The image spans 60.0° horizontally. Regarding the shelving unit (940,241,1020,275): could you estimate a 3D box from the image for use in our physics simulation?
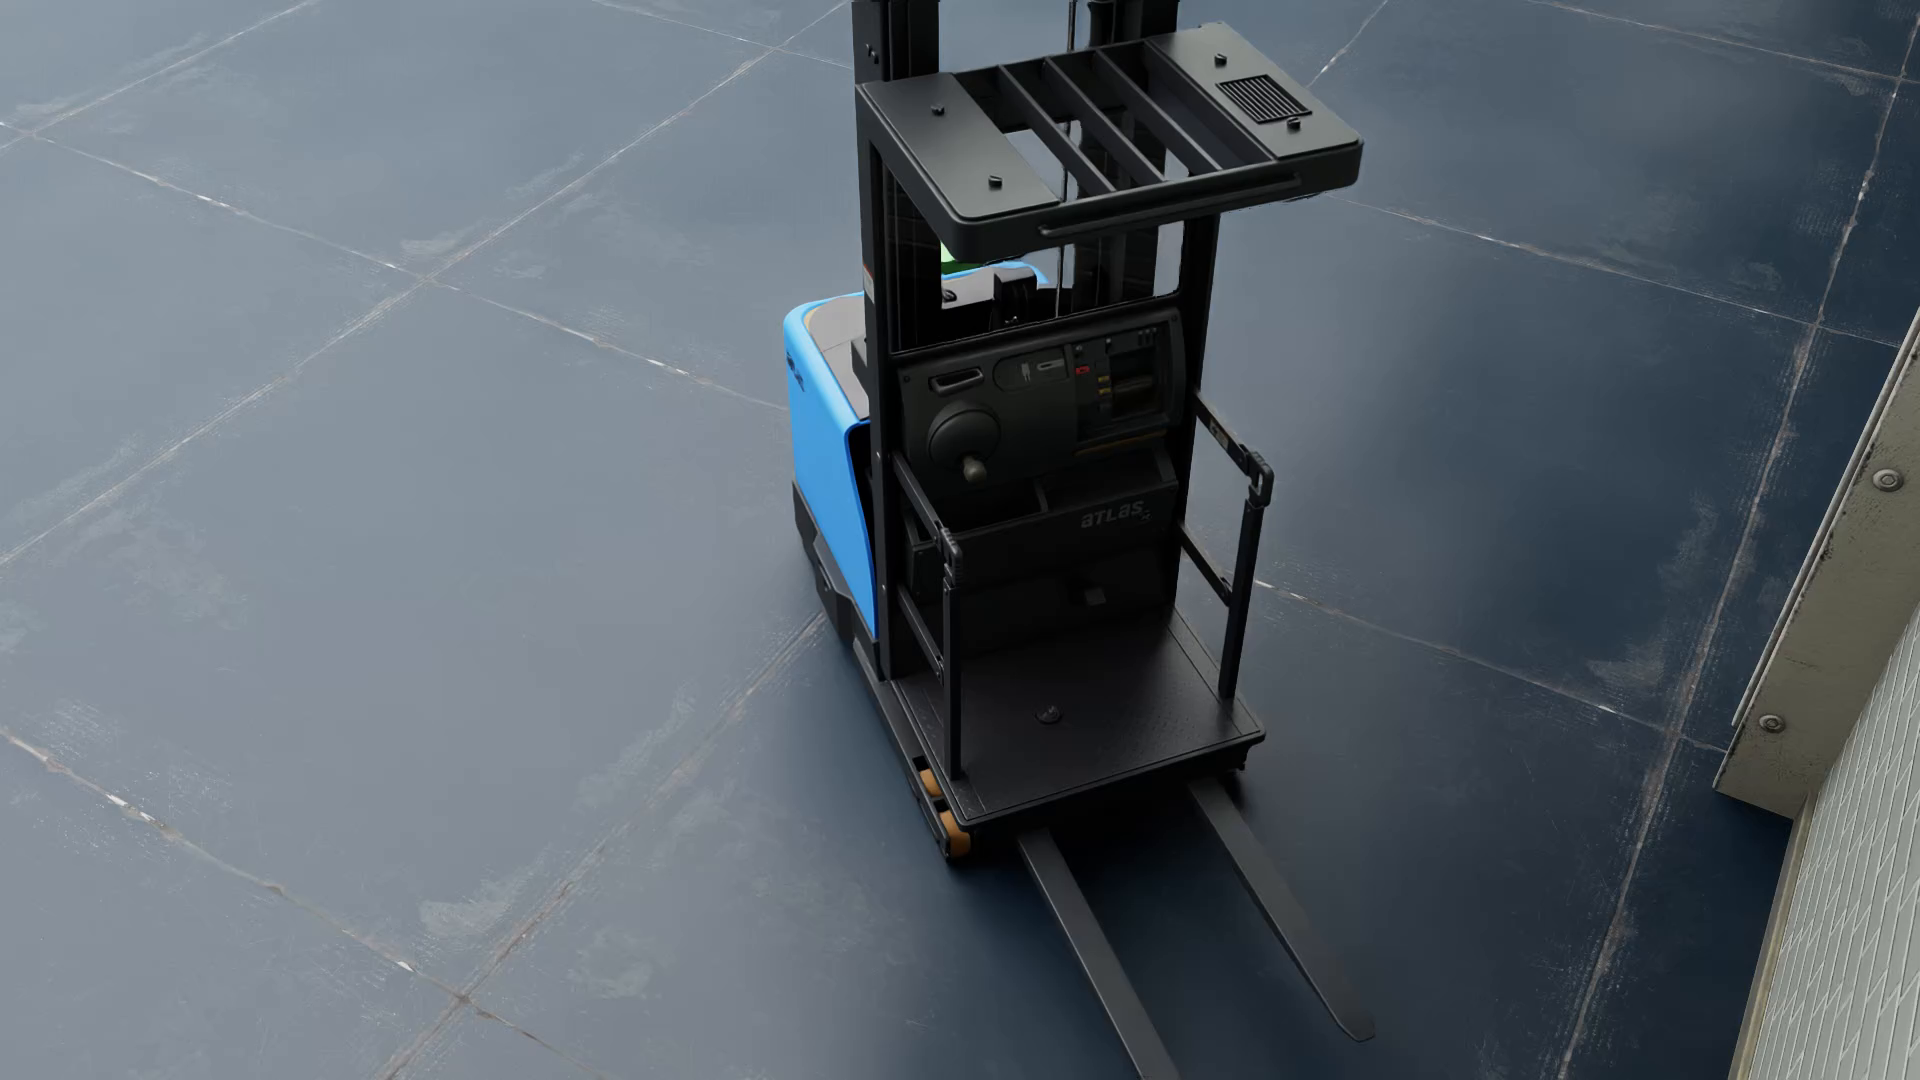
[{"bbox_3d":[-0.044,-0.788,6.737,0.503,1.200,0.258,-14,43,-16],"label":"shelving unit"}]

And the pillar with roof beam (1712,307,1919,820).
[{"bbox_3d":[-0.885,-4.000,4.483,9.100,9.000,0.400,21,45,22],"label":"pillar with roof beam"}]

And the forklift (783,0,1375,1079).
[{"bbox_3d":[0.340,-0.357,4.938,1.130,2.935,3.031,-14,43,-16],"label":"forklift"}]

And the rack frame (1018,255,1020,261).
[{"bbox_3d":[0.184,-0.846,6.803,0.015,1.200,0.240,-14,43,-16],"label":"rack frame"}]

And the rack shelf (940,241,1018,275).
[{"bbox_3d":[-0.044,-1.101,6.462,0.480,0.148,0.258,-14,43,-16],"label":"rack shelf"}]
